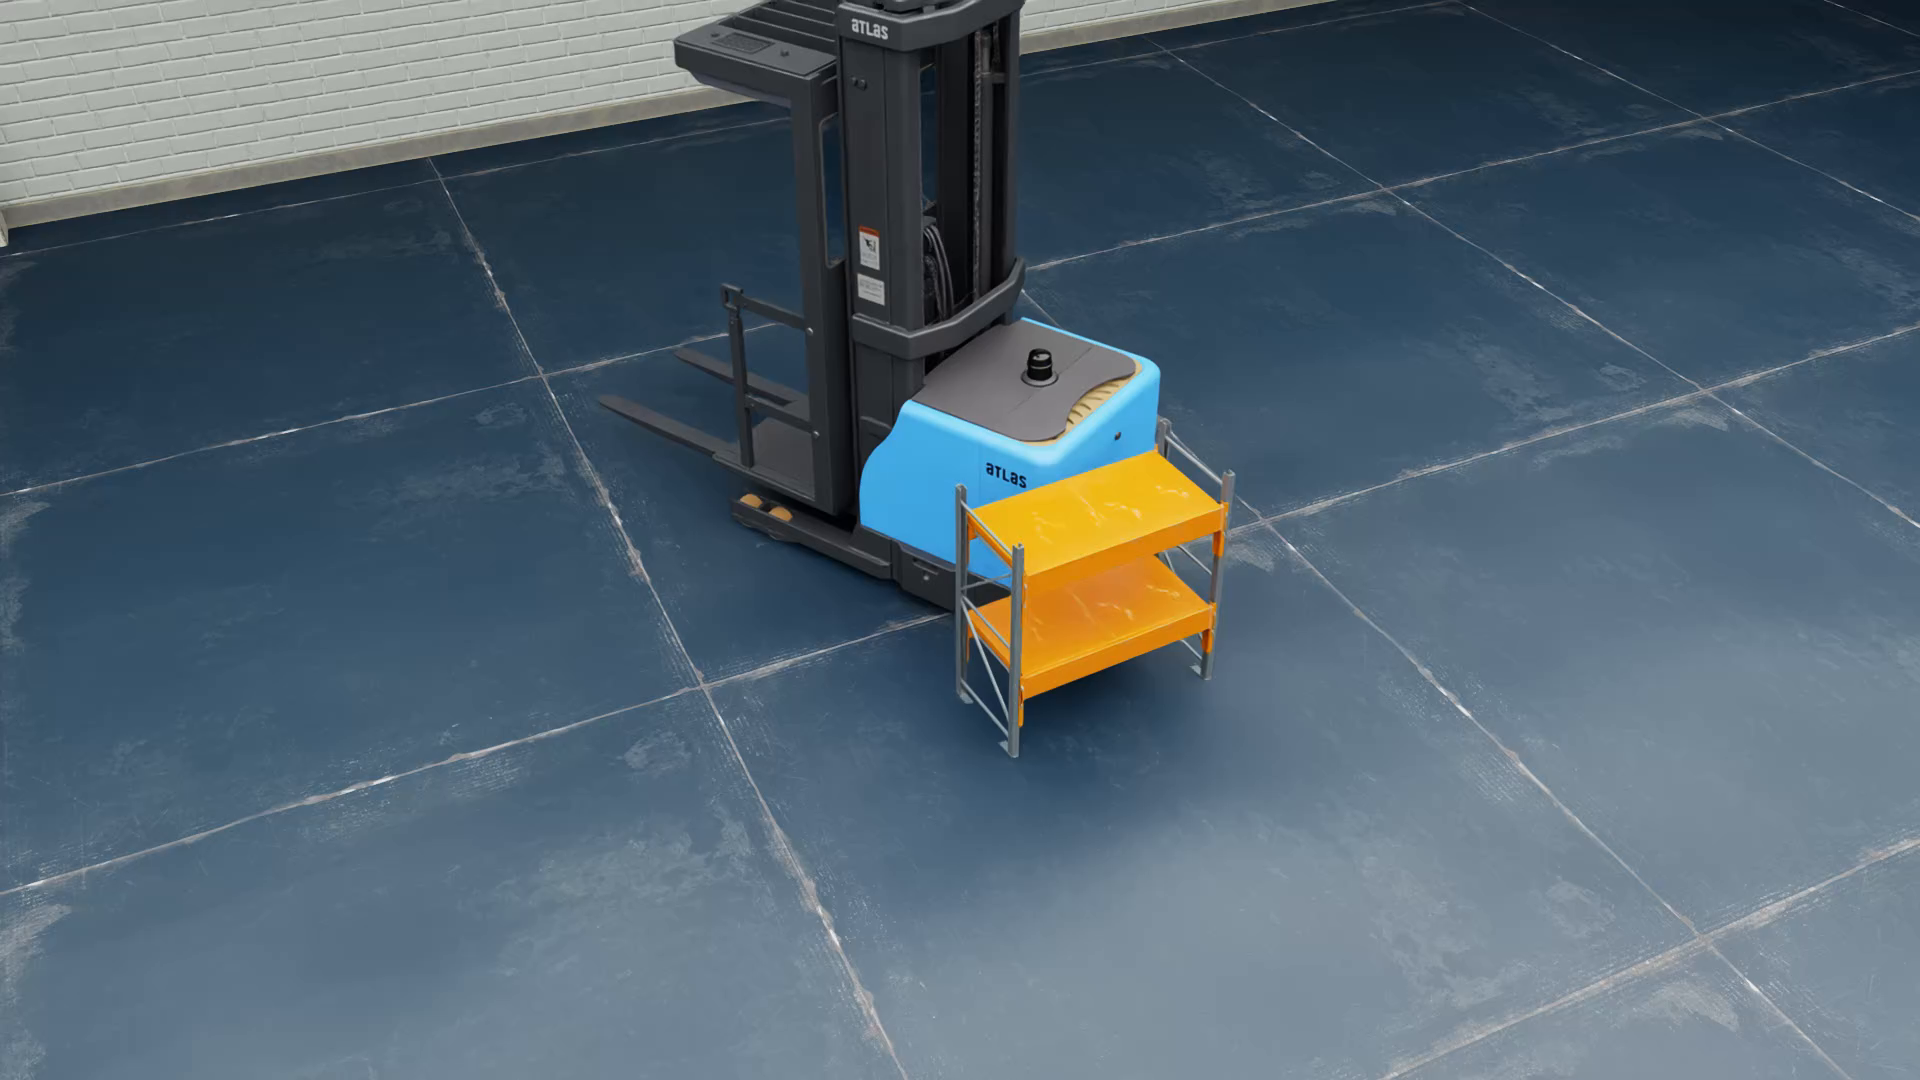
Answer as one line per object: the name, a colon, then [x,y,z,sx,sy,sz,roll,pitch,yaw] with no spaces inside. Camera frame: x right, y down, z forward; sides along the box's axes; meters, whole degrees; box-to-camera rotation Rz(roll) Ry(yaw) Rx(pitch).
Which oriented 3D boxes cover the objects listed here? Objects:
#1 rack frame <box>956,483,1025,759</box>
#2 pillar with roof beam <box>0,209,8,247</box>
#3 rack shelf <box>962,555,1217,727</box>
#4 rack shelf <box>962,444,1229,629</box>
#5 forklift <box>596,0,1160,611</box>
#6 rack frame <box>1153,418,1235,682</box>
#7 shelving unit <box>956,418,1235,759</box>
rack frame: [0.117,0.353,6.973,0.032,1.125,0.500,-19,40,-23]
pillar with roof beam: [-4.729,-3.279,5.260,0.400,9.000,9.100,-16,39,-20]
rack shelf: [0.560,0.401,7.319,1.000,0.278,0.538,-19,40,-23]
rack shelf: [0.560,-0.031,6.999,1.000,0.278,0.538,-19,40,-23]
forklift: [-0.554,-1.409,7.833,3.031,2.935,1.130,23,42,28]
rack frame: [1.003,0.056,7.374,0.032,1.125,0.500,-19,40,-23]
shelving unit: [0.560,0.204,7.173,1.048,1.125,0.538,-19,40,-23]
